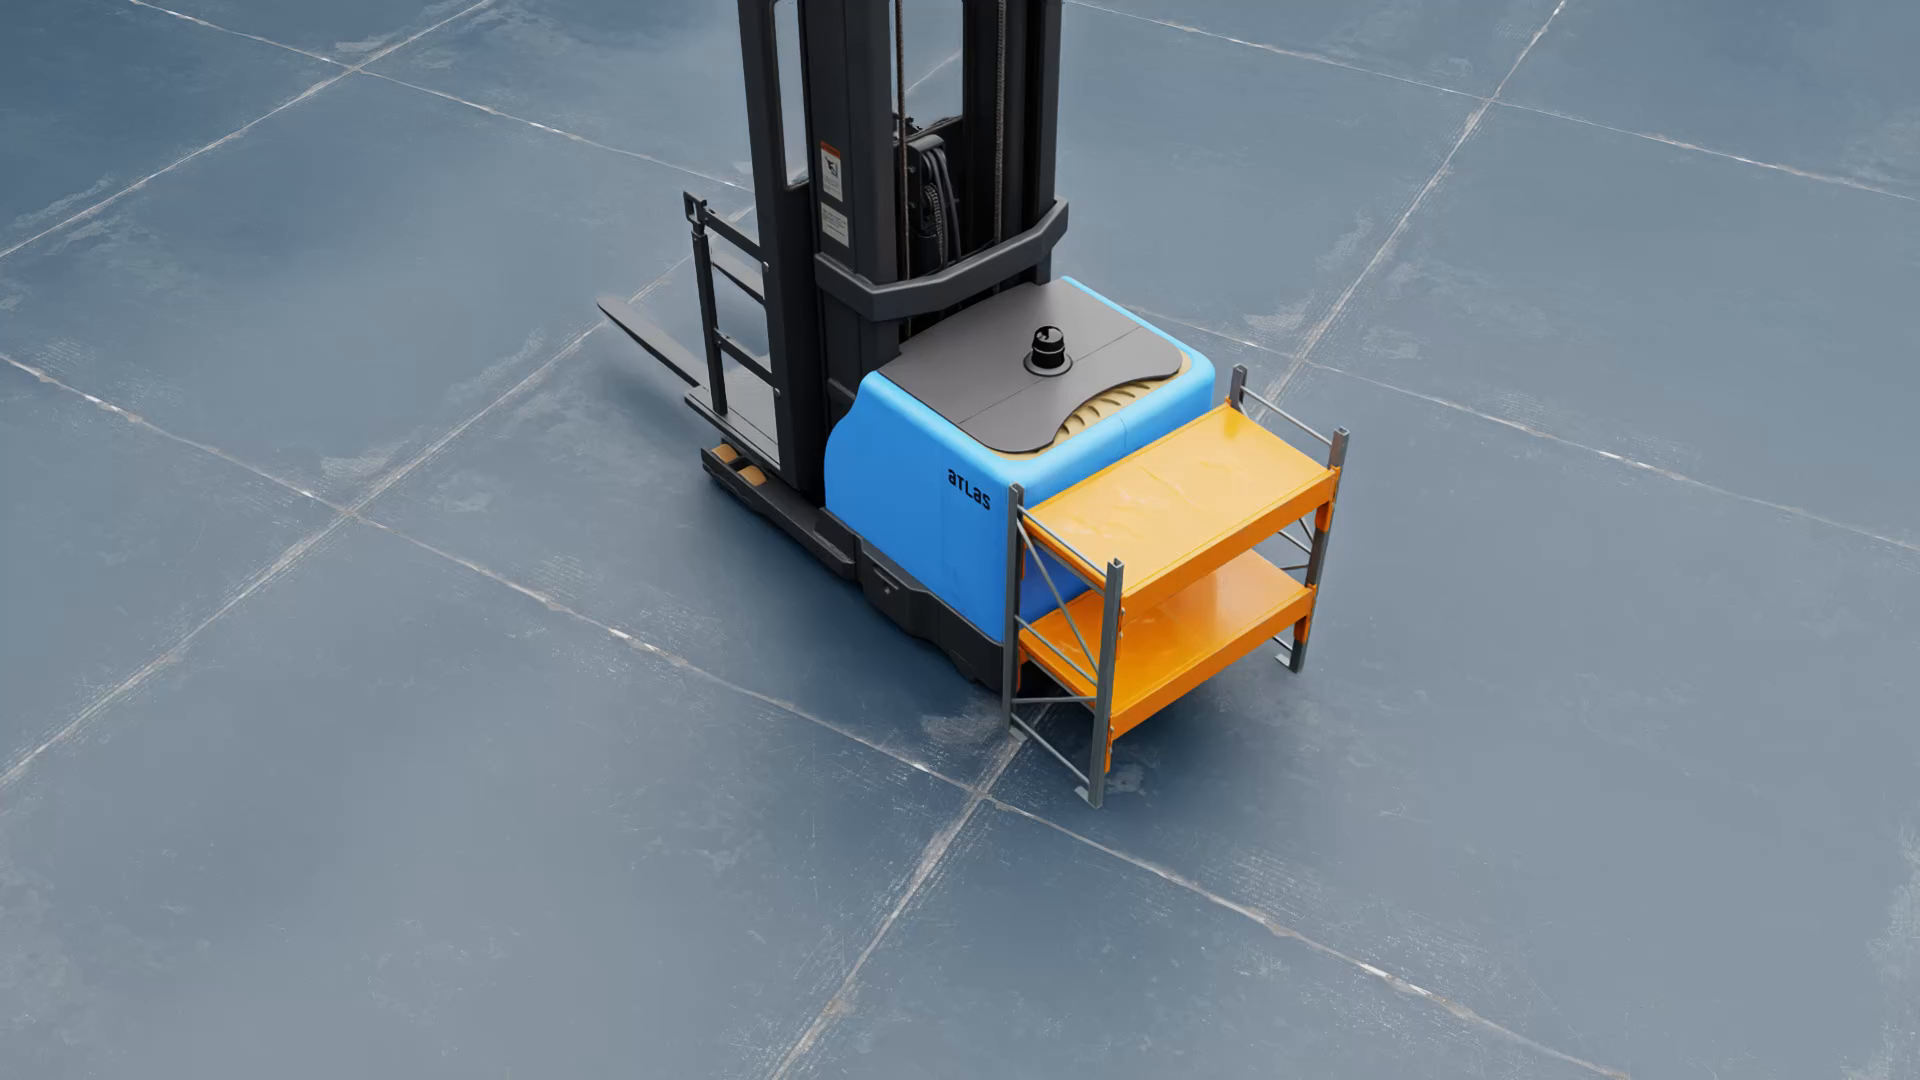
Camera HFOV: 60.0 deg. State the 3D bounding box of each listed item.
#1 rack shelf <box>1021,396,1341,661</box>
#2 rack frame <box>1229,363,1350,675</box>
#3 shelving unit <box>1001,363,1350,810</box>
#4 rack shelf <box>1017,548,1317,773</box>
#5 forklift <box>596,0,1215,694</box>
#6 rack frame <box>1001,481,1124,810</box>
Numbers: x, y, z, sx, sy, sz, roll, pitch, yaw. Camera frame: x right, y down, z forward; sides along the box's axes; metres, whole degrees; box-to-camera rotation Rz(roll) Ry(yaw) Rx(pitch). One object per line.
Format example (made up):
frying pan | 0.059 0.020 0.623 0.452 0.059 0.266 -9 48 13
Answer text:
rack shelf | 0.715 -0.062 5.524 1.000 0.278 0.538 -28 49 -28
rack frame | 1.108 -0.055 5.959 0.032 1.125 0.500 -28 49 -28
shelving unit | 0.714 0.157 5.718 1.048 1.125 0.538 -28 49 -28
rack shelf | 0.714 0.340 5.880 1.000 0.278 0.538 -28 49 -28
forklift | -0.432 -1.439 6.166 1.130 2.935 3.031 -30 50 -30
rack frame | 0.321 0.370 5.477 0.032 1.125 0.500 -28 49 -28
